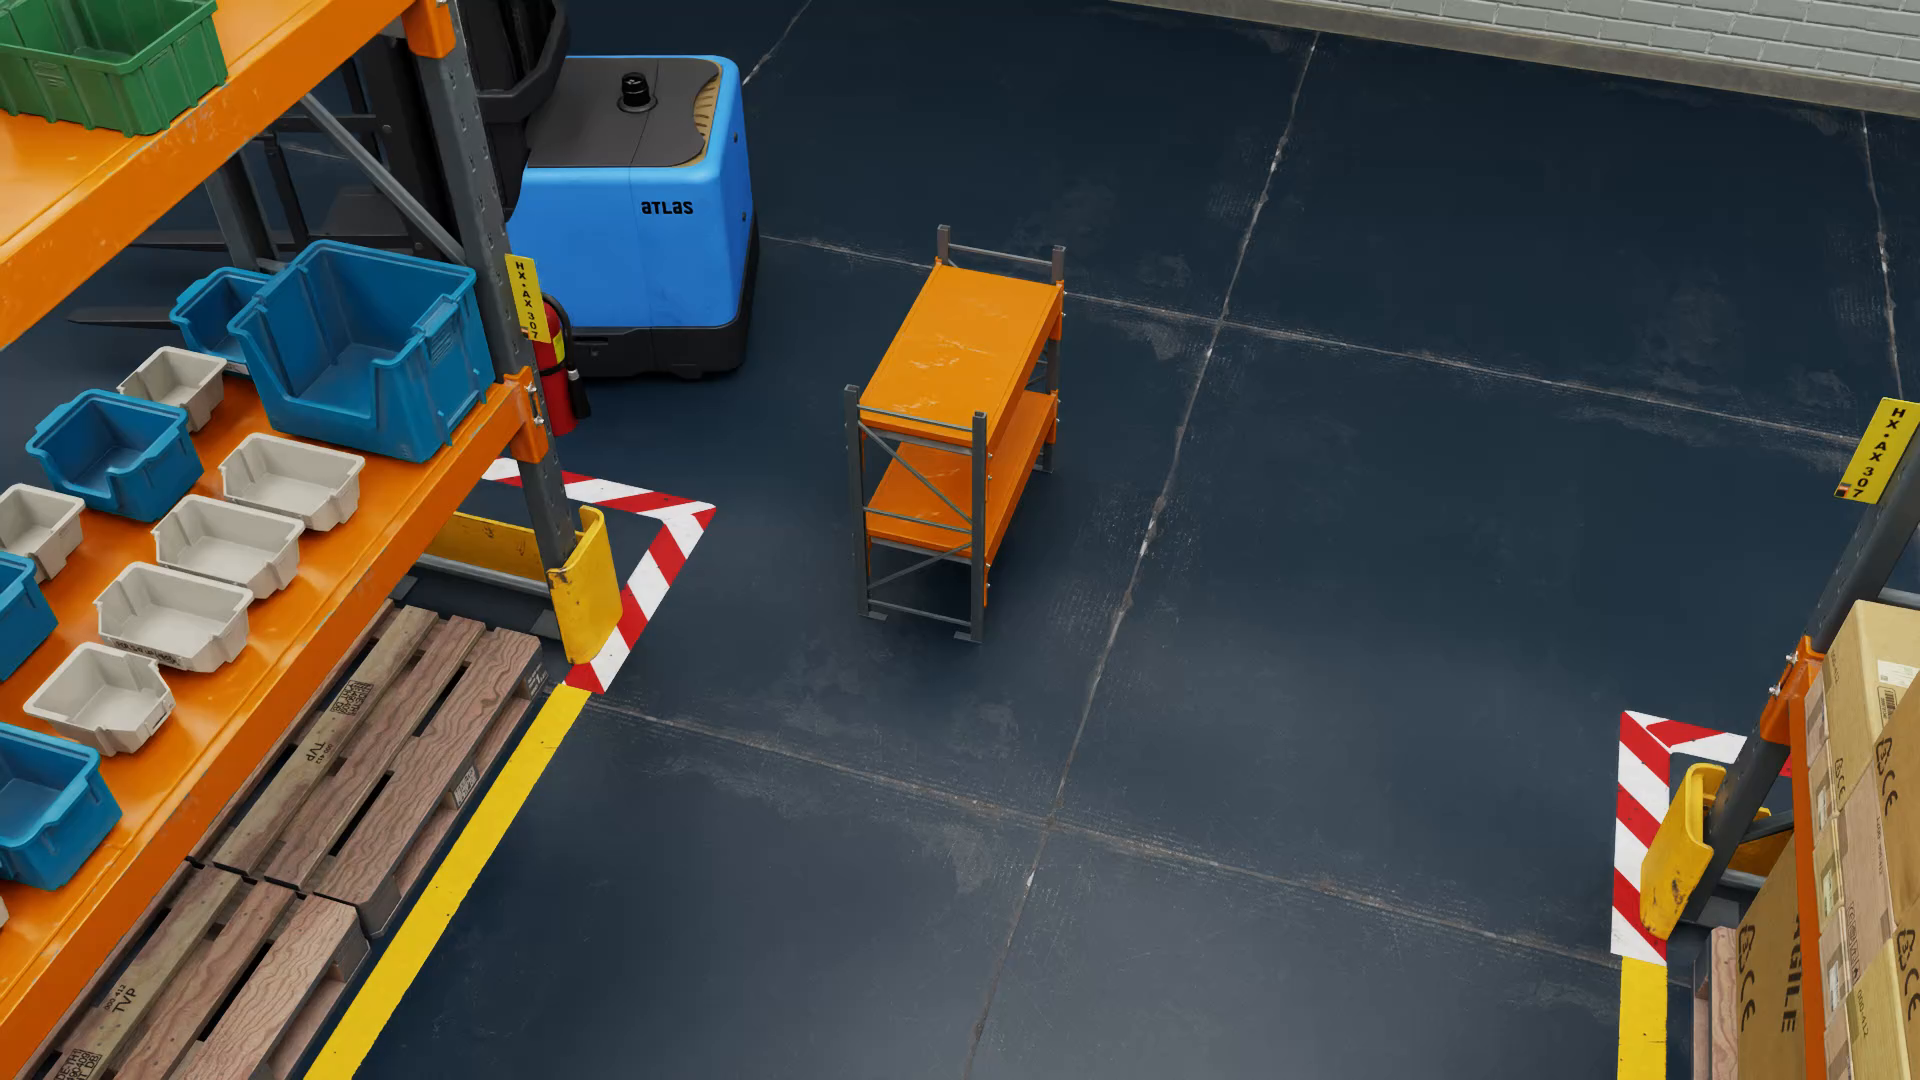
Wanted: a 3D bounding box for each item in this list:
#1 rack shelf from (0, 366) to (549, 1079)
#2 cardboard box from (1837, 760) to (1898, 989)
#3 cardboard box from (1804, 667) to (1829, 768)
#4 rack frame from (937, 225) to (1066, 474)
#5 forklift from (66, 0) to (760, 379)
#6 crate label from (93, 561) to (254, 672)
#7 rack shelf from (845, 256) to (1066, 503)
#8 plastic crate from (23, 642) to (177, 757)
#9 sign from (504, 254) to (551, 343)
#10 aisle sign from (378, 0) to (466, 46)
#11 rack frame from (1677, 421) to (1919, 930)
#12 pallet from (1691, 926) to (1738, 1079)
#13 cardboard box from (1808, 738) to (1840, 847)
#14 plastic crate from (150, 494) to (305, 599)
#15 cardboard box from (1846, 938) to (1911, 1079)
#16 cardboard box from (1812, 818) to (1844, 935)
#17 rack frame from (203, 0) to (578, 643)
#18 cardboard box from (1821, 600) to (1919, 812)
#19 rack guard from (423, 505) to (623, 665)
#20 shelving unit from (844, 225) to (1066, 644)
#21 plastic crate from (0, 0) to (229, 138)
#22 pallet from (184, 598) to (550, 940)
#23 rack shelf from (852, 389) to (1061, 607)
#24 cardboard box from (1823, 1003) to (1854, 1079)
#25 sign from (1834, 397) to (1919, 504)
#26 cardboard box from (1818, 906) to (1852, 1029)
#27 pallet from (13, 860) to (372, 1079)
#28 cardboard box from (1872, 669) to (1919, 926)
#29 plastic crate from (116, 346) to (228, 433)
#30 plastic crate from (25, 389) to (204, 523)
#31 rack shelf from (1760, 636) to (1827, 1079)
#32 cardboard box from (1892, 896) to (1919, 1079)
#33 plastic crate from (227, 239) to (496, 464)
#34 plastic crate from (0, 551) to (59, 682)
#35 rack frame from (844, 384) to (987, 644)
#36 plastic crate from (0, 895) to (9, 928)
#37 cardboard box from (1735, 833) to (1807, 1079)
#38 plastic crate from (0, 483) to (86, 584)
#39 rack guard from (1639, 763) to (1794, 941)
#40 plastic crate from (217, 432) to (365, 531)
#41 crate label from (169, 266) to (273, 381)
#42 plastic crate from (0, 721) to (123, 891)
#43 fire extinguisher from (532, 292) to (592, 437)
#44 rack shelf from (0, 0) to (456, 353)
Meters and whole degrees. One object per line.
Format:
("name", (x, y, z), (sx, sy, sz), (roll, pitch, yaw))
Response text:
("rack shelf", (-2.502, 0.780, 4.322), (1.077, 0.370, 4.000), (13, 46, 13))
("cardboard box", (2.270, 0.797, 3.685), (0.500, 0.250, 0.500), (12, 46, 12))
("cardboard box", (2.402, 0.496, 4.278), (0.380, 0.149, 0.250), (13, 46, 13))
("rack frame", (0.156, -0.745, 6.707), (0.500, 1.125, 0.032), (13, 46, 13))
("forklift", (-2.487, -2.111, 6.811), (3.031, 2.935, 1.130), (0, 44, 0))
("crate label", (-2.134, 0.226, 4.520), (0.396, 0.136, 0.243), (13, 46, 13))
("rack shelf", (0.002, -0.616, 6.156), (0.538, 0.278, 1.000), (13, 46, 13))
("plastic crate", (-2.206, 0.427, 4.314), (0.298, 0.136, 0.250), (13, 46, 13))
("sign", (-1.368, -0.762, 5.268), (0.100, 0.325, 0.005), (13, 46, 13))
("aisle sign", (-1.596, -1.725, 4.509), (0.394, 0.787, 0.004), (13, 46, 13))
("rack frame", (2.824, 0.239, 4.361), (1.000, 3.000, 0.127), (13, 46, 13))
("pallet", (2.656, 1.786, 4.774), (1.003, 0.211, 1.213), (13, 46, 13))
("cardboard box", (2.325, 0.667, 4.103), (0.380, 0.149, 0.250), (12, 46, 12))
("plastic crate", (-2.073, 0.035, 4.715), (0.396, 0.136, 0.243), (13, 46, 13))
("cardboard box", (2.114, 1.131, 3.344), (0.500, 0.250, 0.500), (11, 45, 11))
("cardboard box", (2.248, 0.838, 3.929), (0.380, 0.149, 0.250), (12, 46, 12))
("rack frame", (-1.897, -0.810, 5.433), (1.000, 3.000, 0.127), (13, 46, 13))
("cardboard box", (2.421, 0.449, 4.041), (0.500, 0.250, 0.500), (11, 46, 11))
("rack guard", (-1.902, 0.065, 6.326), (1.175, 0.500, 0.348), (13, 46, 13))
("shelving unit", (0.002, -0.407, 6.361), (0.538, 1.125, 1.048), (13, 46, 13))
("plastic crate", (-1.923, -1.088, 3.724), (0.450, 0.188, 0.336), (13, 46, 13))
("pallet", (-2.183, 0.728, 5.855), (1.003, 0.211, 1.213), (13, 46, 13))
("rack shelf", (0.002, -0.232, 6.532), (0.538, 0.278, 1.000), (13, 46, 13))
("cardboard box", (2.092, 1.181, 3.578), (0.380, 0.149, 0.250), (12, 46, 12))
("sign", (2.297, -0.220, 4.154), (0.100, 0.325, 0.005), (13, 46, 13))
("cardboard box", (2.170, 1.012, 3.751), (0.380, 0.149, 0.250), (12, 46, 12))
("pallet", (-2.555, 1.539, 5.026), (1.003, 0.211, 1.213), (13, 46, 13))
("cardboard box", (2.270, 0.515, 3.438), (0.500, 0.500, 0.500), (12, 46, 12))
("plastic crate", (-2.461, -0.446, 5.207), (0.250, 0.136, 0.298), (13, 46, 13))
("plastic crate", (-2.485, -0.238, 4.925), (0.416, 0.233, 0.300), (13, 46, 13))
("rack shelf", (2.218, 1.830, 3.250), (1.077, 0.370, 4.000), (13, 46, 13))
("cardboard box", (2.118, 0.861, 3.084), (0.500, 0.500, 0.500), (11, 46, 11))
("plastic crate", (-1.820, -0.581, 5.131), (0.616, 0.435, 0.499), (13, 46, 13))
("plastic crate", (-2.684, 0.201, 4.477), (0.416, 0.233, 0.300), (13, 46, 13))
("rack frame", (-0.152, -0.068, 6.015), (0.500, 1.125, 0.032), (13, 46, 13))
("plastic crate", (-2.470, 0.899, 3.729), (0.437, 0.282, 0.530), (13, 46, 13))
("cardboard box", (2.706, 1.292, 4.504), (0.875, 0.875, 0.875), (13, 46, 13))
("plastic crate", (-2.667, 0.006, 4.744), (0.250, 0.136, 0.298), (13, 46, 13))
("rack guard", (2.831, 1.117, 5.251), (1.175, 0.500, 0.348), (13, 46, 13))
("plastic crate", (-1.971, -0.155, 4.909), (0.396, 0.136, 0.243), (13, 46, 13))
("crate label", (-2.285, -0.677, 5.373), (0.416, 0.233, 0.303), (13, 46, 13))
("plastic crate", (-2.274, 0.652, 4.016), (0.416, 0.233, 0.300), (13, 46, 13))
("fire extinguisher", (-1.418, -0.653, 5.595), (0.296, 0.674, 0.183), (13, 46, 13))
("rack shelf", (-2.502, -0.292, 3.273), (1.077, 0.370, 4.000), (13, 46, 13))
